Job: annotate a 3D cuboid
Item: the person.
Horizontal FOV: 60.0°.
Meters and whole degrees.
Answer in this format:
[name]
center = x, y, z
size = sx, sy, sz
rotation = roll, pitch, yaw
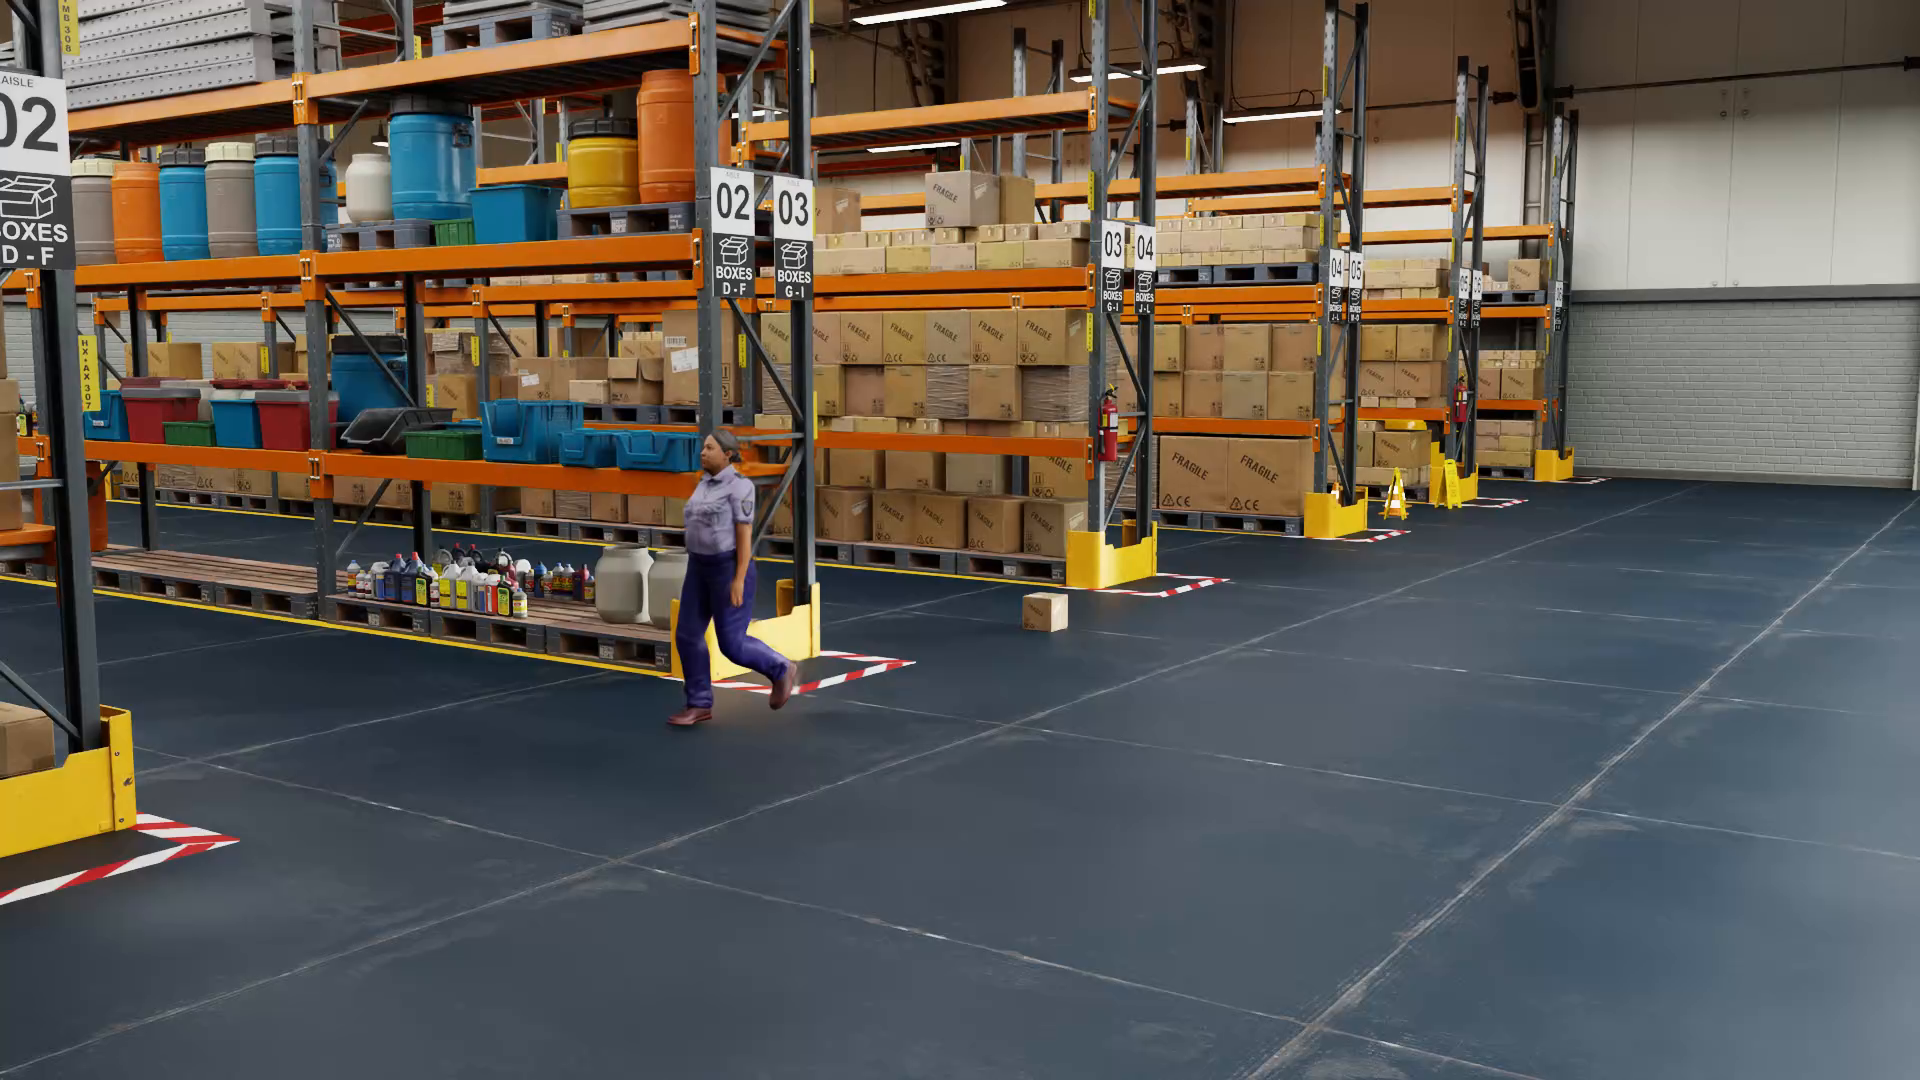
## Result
[person]
center = -1.287, 0.200, 9.211
size = 0.471, 1.607, 0.735
rotation = 6, 9, 44
